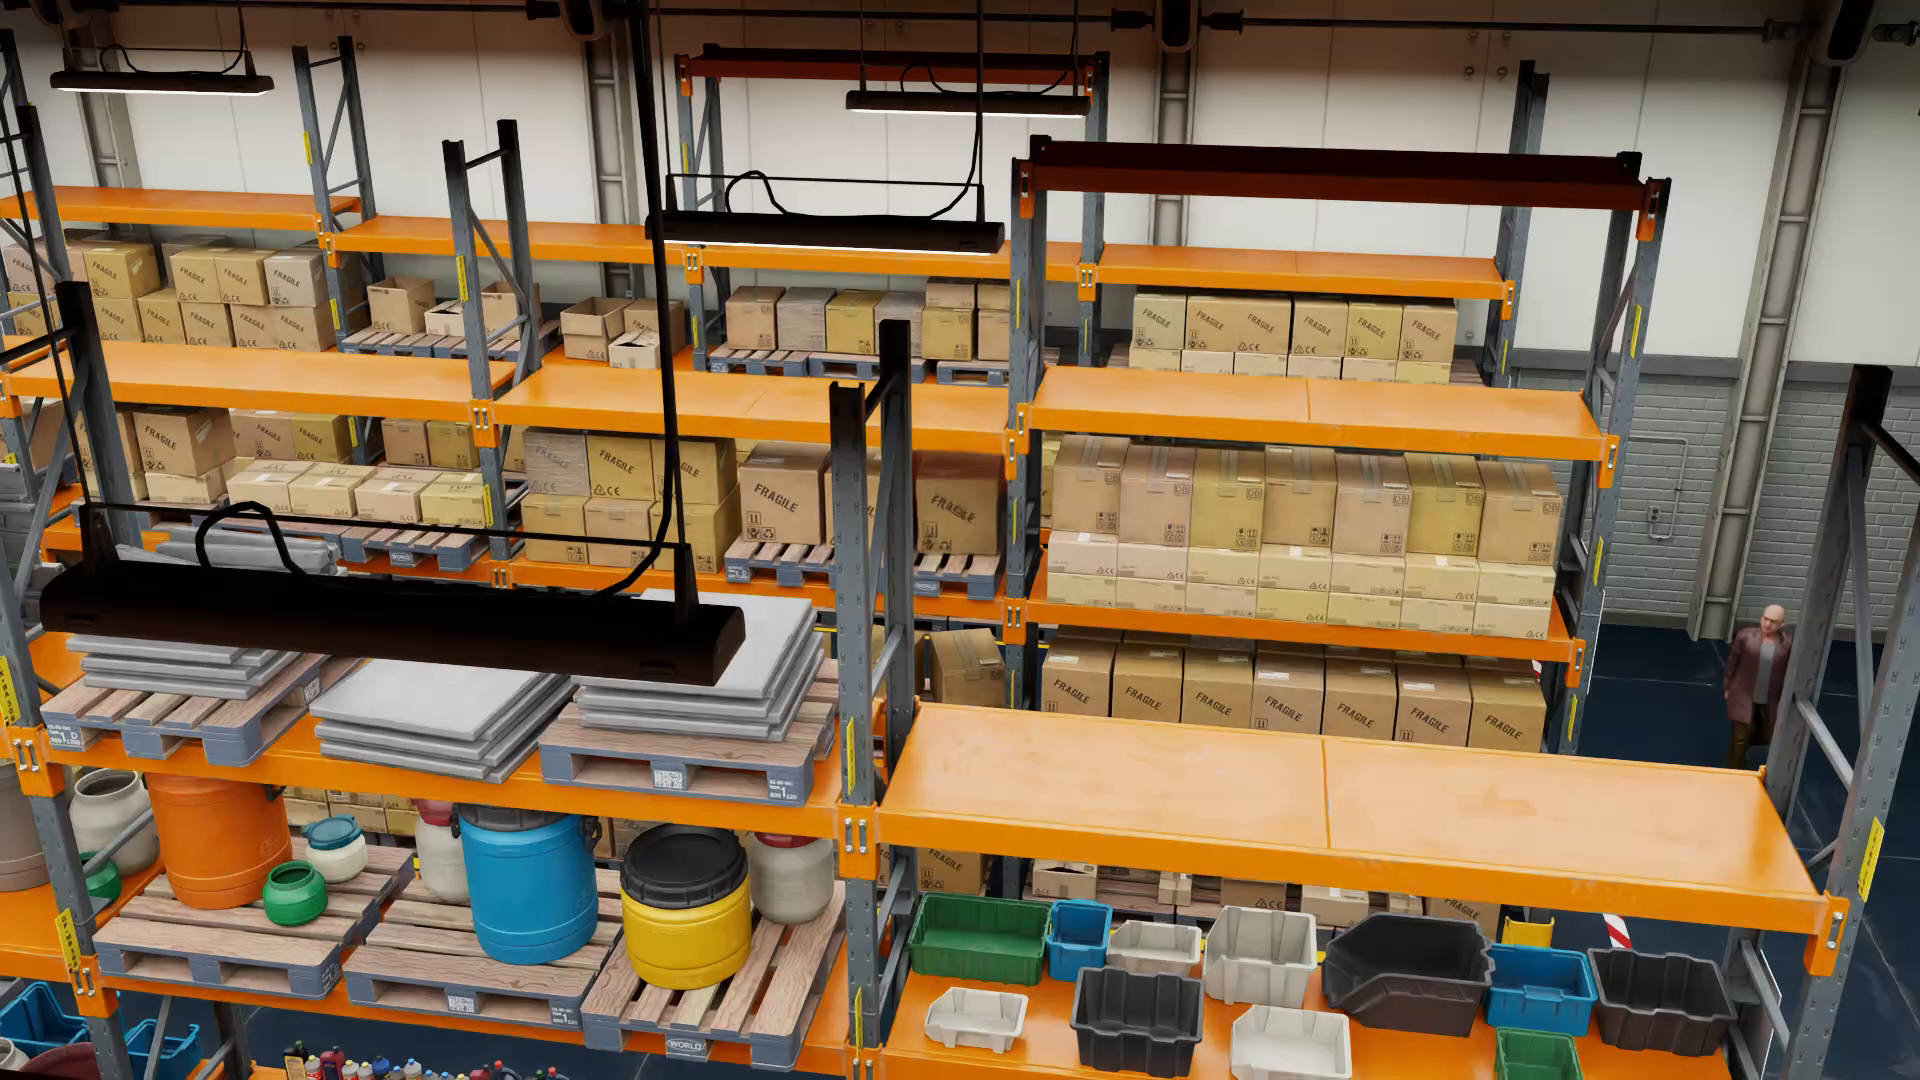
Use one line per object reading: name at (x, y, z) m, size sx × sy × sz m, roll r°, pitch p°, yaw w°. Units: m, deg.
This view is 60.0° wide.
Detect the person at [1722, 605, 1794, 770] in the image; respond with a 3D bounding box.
person at (7.116, 1.358, 14.870) m, size 0.538 × 1.757 × 0.834 m, roll 4°, pitch 23°, yaw 10°
